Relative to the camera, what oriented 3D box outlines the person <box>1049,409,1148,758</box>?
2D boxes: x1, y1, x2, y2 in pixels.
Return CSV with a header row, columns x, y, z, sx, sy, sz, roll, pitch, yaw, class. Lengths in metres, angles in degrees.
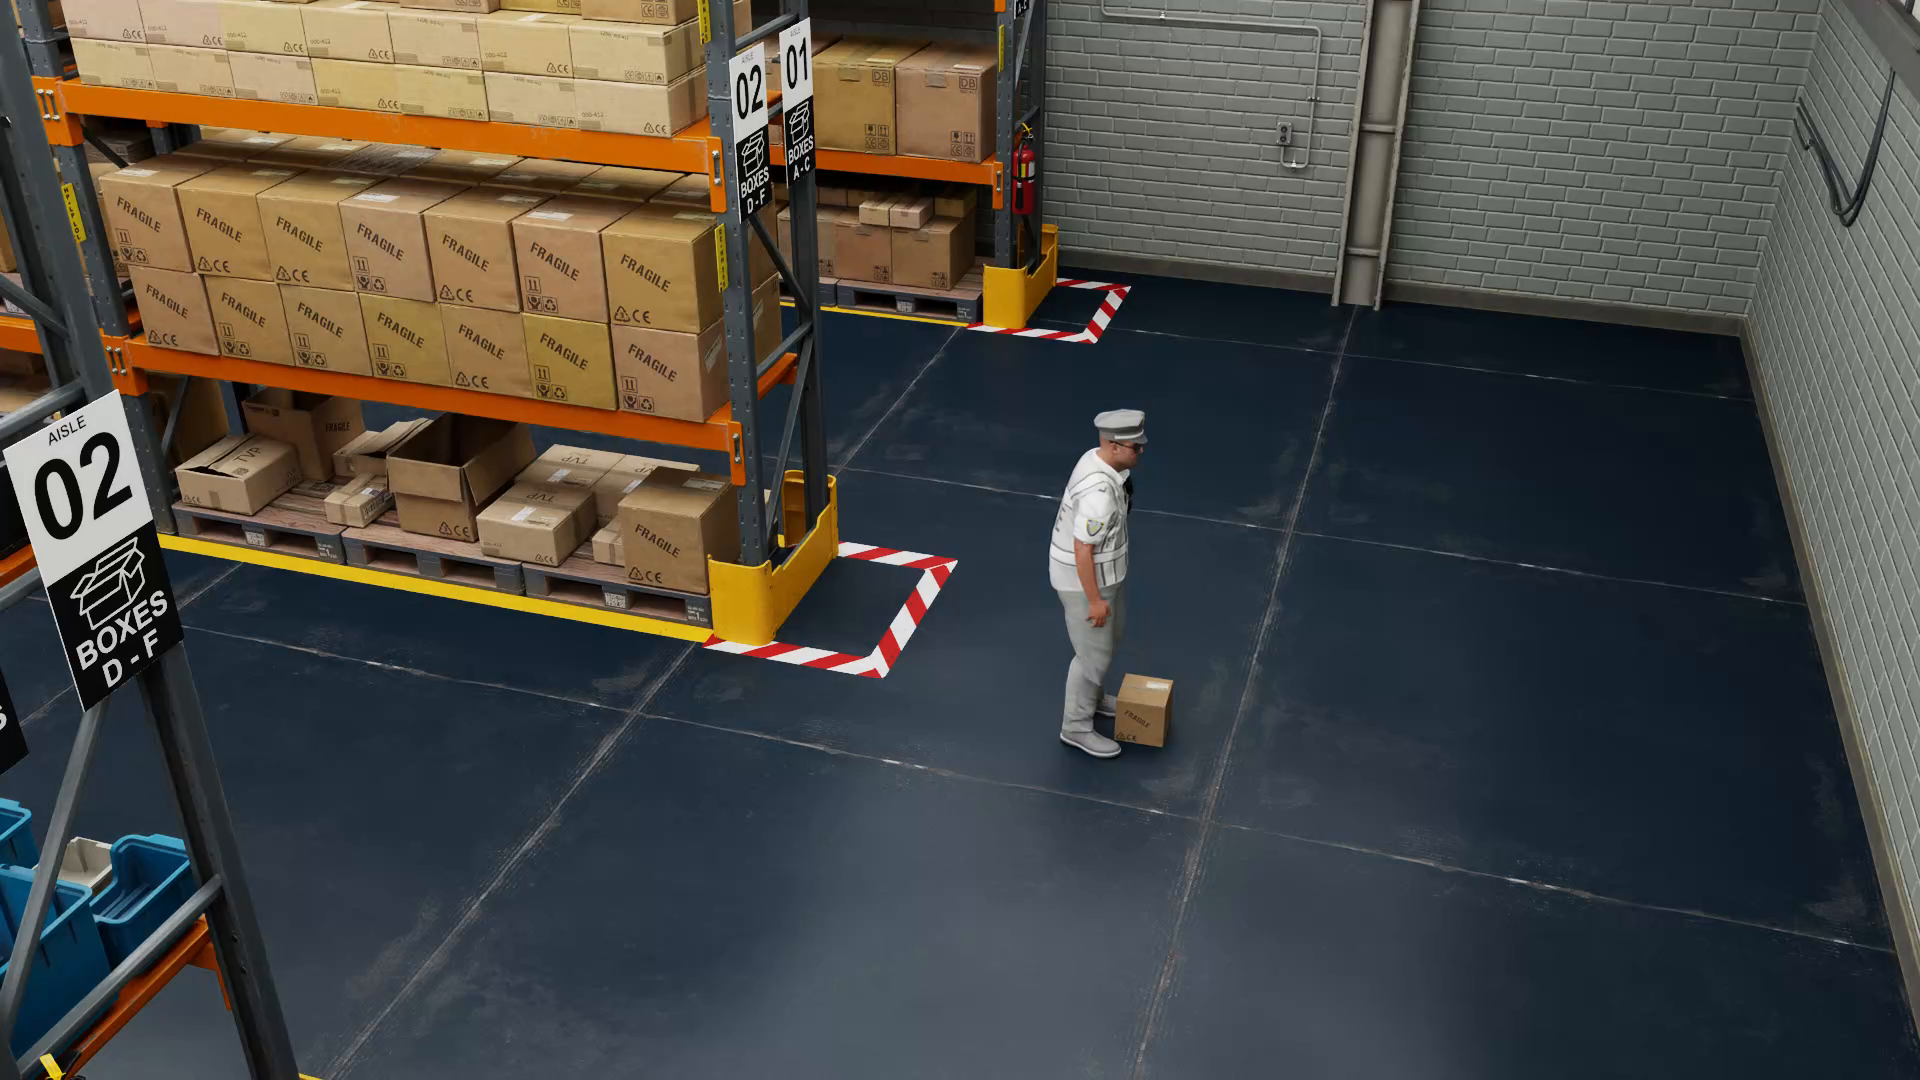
x,y,z,sx,sy,sz,roll,pitch,yaw,class
0.664,0.177,8.183,0.436,1.747,0.605,7,30,12,person
